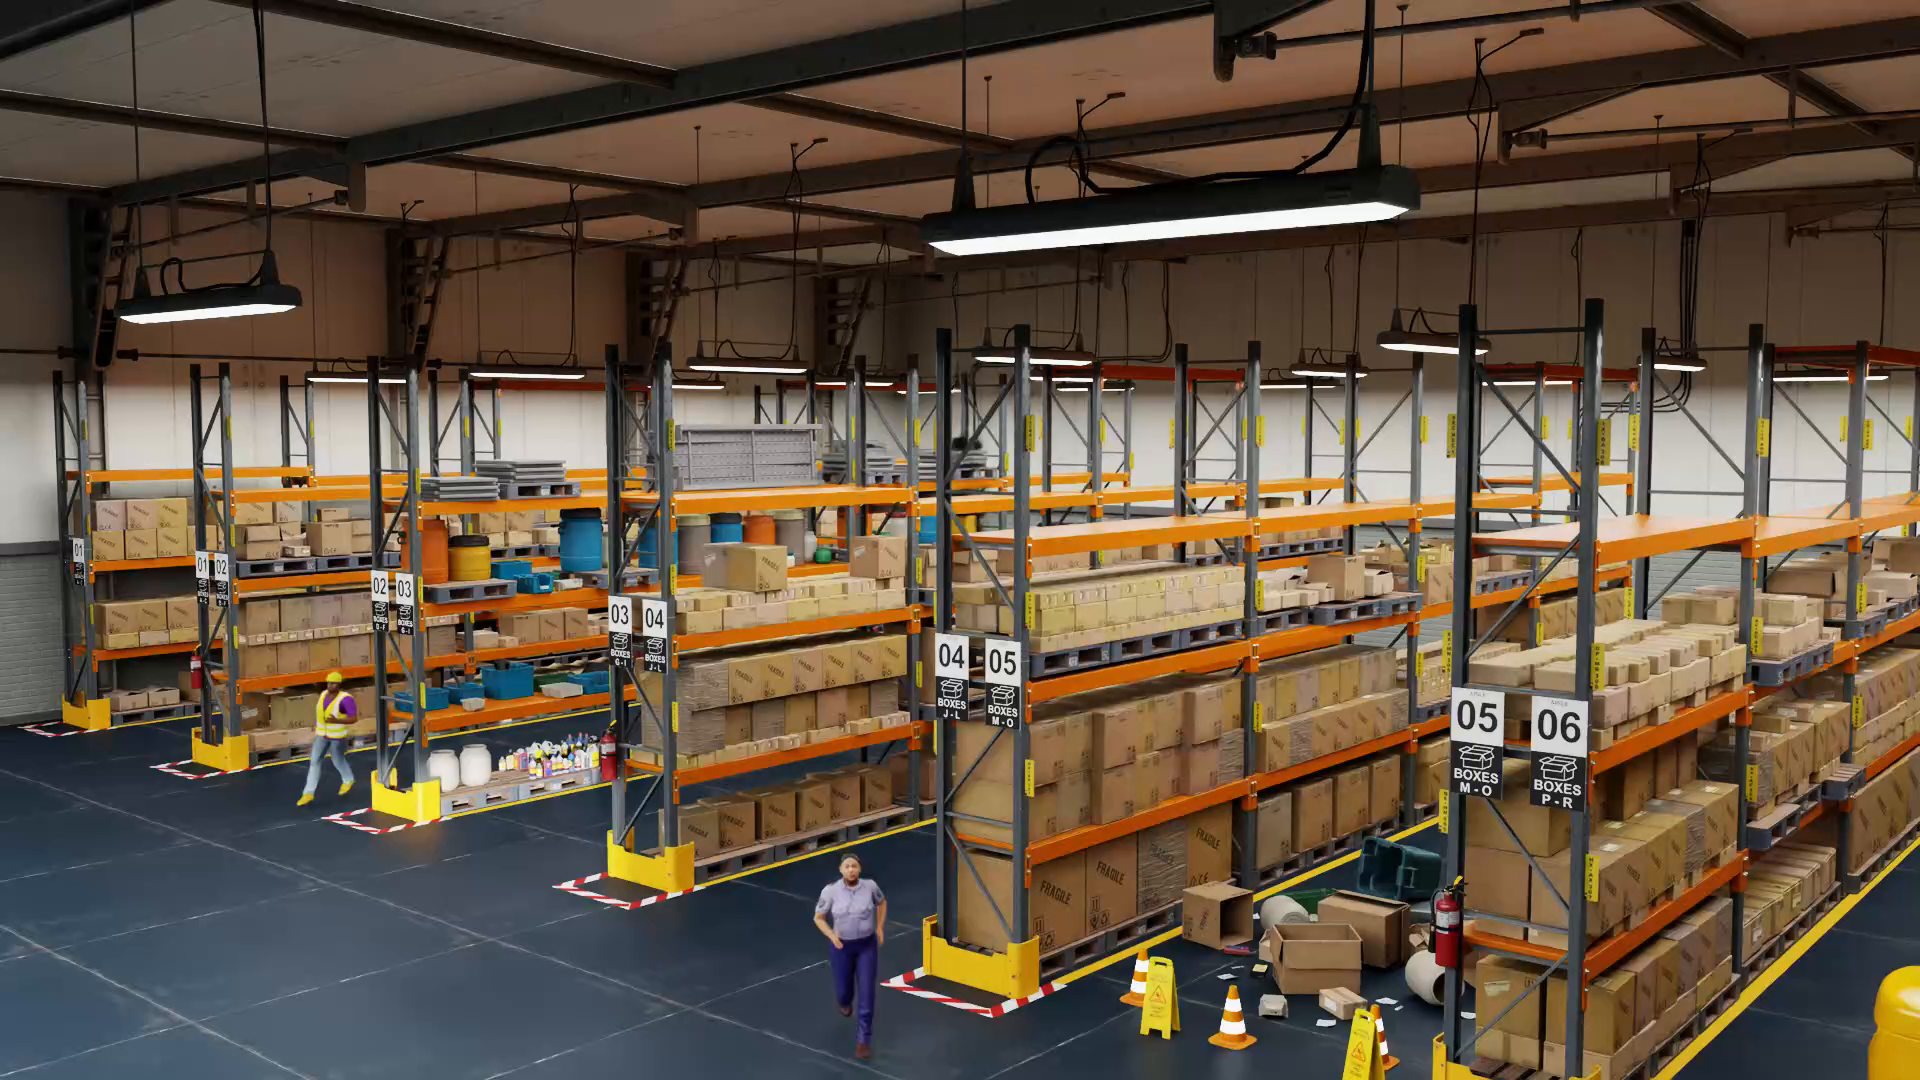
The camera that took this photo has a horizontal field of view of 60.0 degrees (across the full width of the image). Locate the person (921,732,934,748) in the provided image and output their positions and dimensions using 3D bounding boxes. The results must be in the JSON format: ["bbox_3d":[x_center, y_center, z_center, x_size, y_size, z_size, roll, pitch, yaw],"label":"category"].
[{"bbox_3d":[-0.568,2.491,25.124,0.642,1.784,0.762,3,5,33],"label":"person"}]

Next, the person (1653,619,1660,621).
[{"bbox_3d":[11.625,2.229,27.934,0.865,1.812,0.646,2,5,26],"label":"person"}]

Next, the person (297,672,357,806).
[{"bbox_3d":[-8.430,2.630,22.369,0.713,1.735,1.050,1,4,11],"label":"person"}]

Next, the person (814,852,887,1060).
[{"bbox_3d":[-0.893,3.386,13.768,0.624,1.633,0.809,-1,4,-11],"label":"person"}]
